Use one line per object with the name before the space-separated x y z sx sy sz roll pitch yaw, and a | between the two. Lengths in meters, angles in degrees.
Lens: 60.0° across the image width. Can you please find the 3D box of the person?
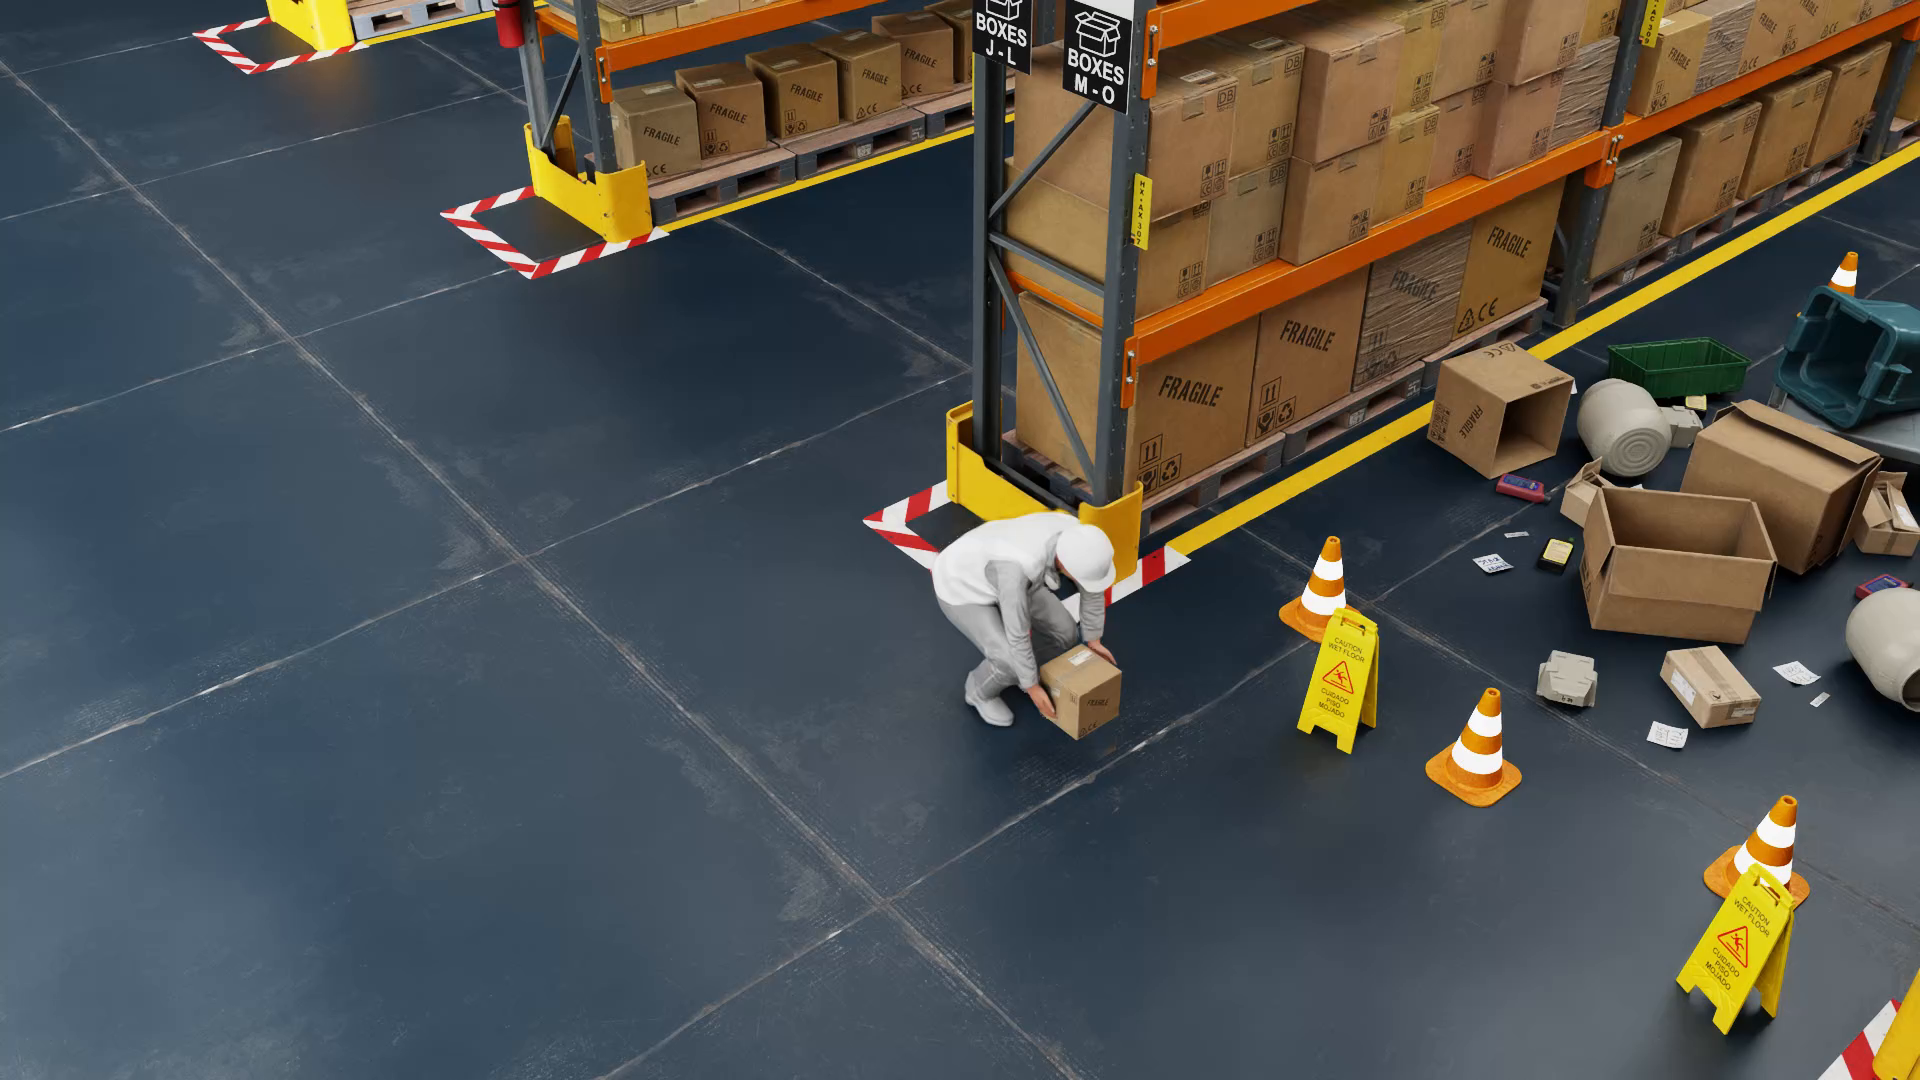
person | 0.296 0.277 7.229 0.556 1.125 0.866 -26 43 -32
